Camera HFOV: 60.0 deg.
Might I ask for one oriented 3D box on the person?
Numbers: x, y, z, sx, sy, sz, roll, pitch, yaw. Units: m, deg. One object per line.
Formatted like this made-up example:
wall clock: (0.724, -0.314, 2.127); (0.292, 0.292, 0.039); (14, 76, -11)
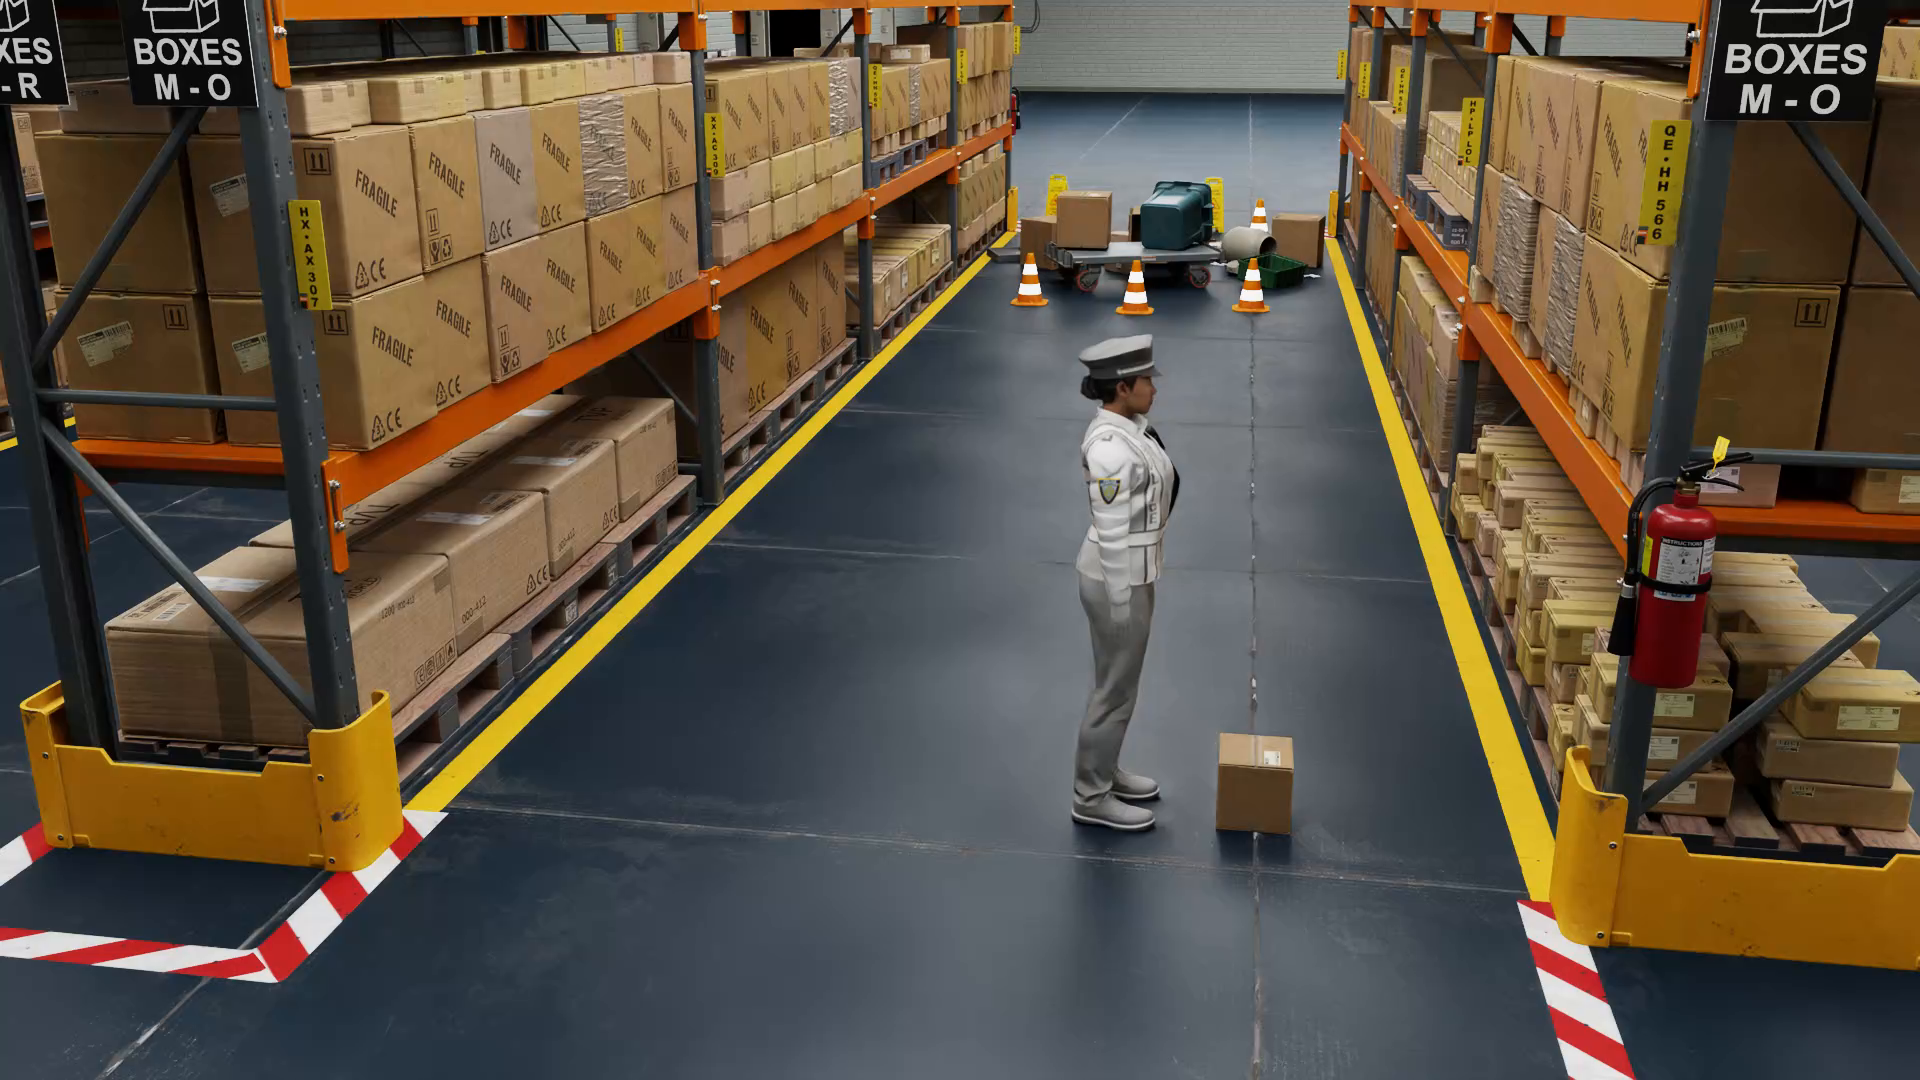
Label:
person: (0.553, 0.137, 5.610); (0.336, 1.679, 0.466); (3, 18, 10)
